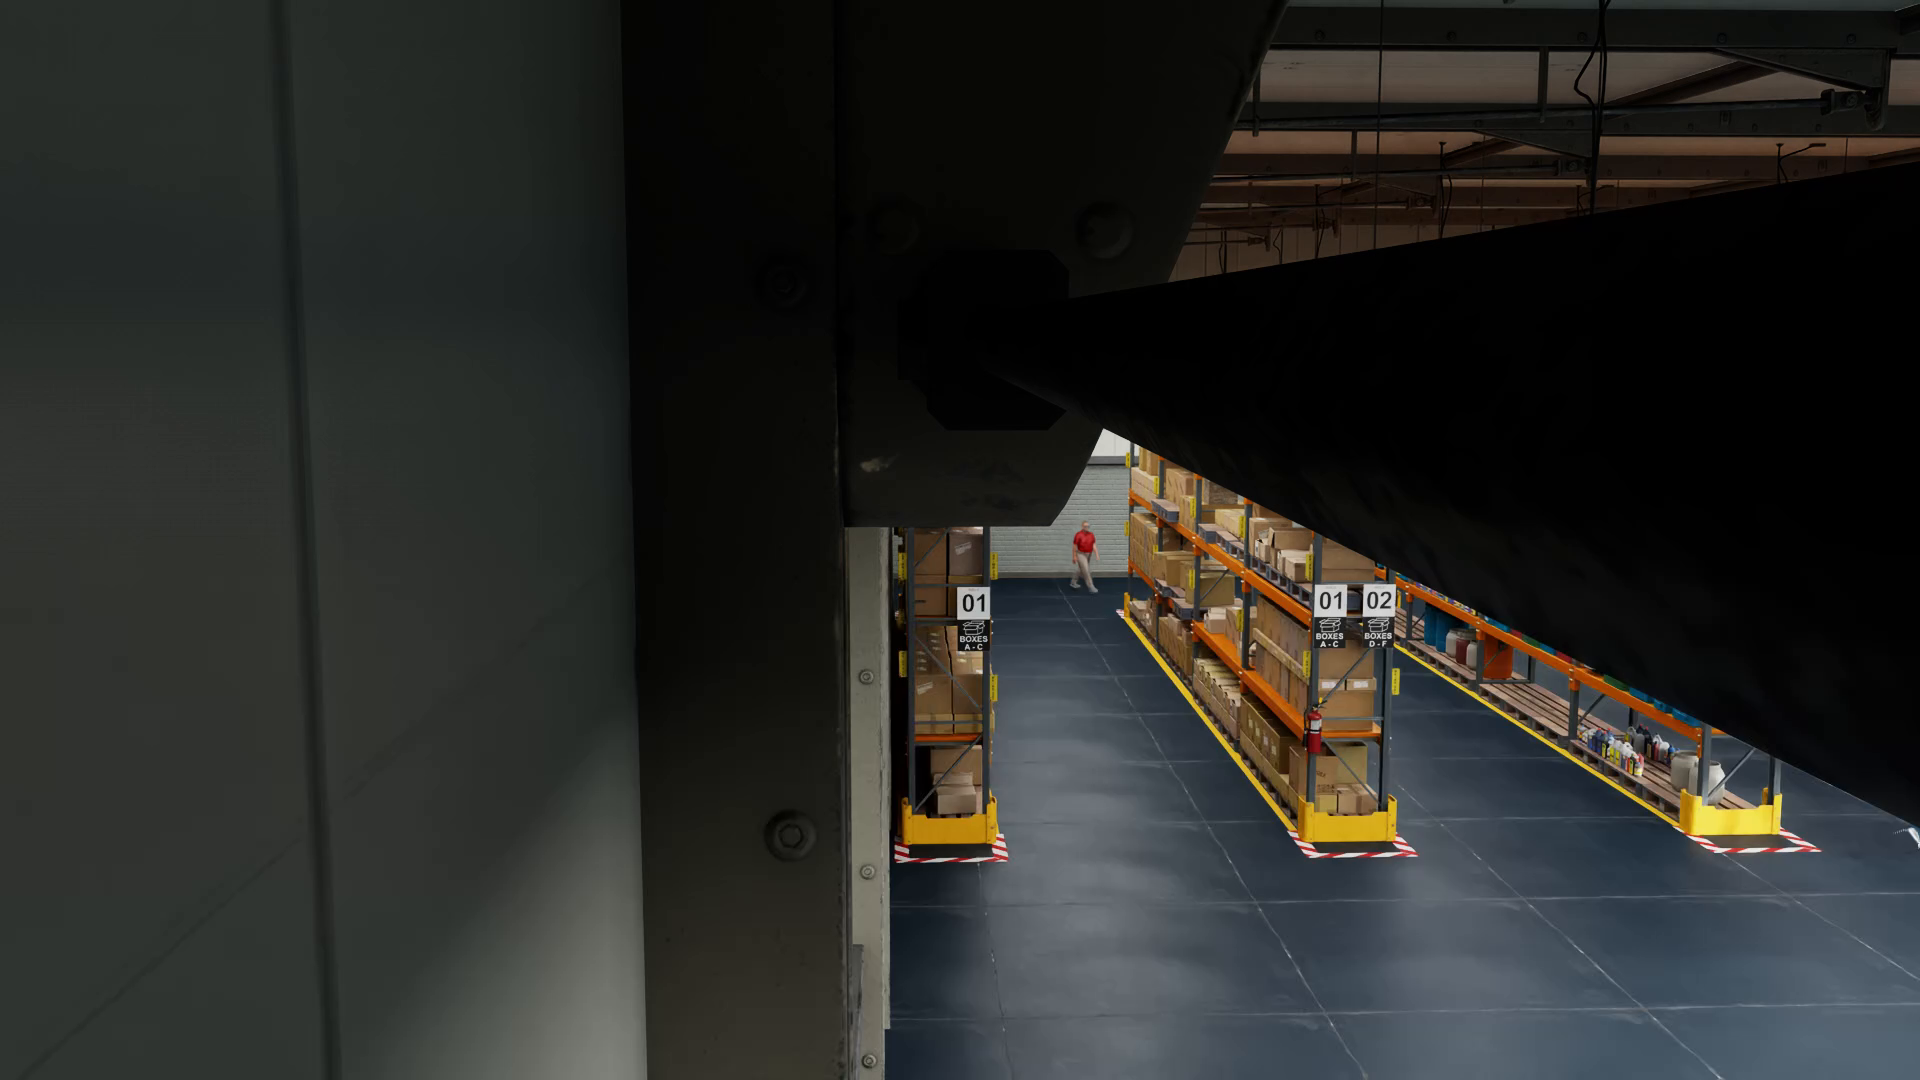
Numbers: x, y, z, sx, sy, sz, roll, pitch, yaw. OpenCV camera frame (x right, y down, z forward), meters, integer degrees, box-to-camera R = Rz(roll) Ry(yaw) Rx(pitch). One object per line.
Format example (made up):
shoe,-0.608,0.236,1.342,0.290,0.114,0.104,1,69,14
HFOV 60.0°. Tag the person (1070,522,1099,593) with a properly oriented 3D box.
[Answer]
person,3.009,0.381,39.787,0.523,1.650,1.116,-7,10,-43

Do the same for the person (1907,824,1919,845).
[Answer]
person,11.602,2.999,19.928,0.557,1.591,0.457,-1,7,-11
